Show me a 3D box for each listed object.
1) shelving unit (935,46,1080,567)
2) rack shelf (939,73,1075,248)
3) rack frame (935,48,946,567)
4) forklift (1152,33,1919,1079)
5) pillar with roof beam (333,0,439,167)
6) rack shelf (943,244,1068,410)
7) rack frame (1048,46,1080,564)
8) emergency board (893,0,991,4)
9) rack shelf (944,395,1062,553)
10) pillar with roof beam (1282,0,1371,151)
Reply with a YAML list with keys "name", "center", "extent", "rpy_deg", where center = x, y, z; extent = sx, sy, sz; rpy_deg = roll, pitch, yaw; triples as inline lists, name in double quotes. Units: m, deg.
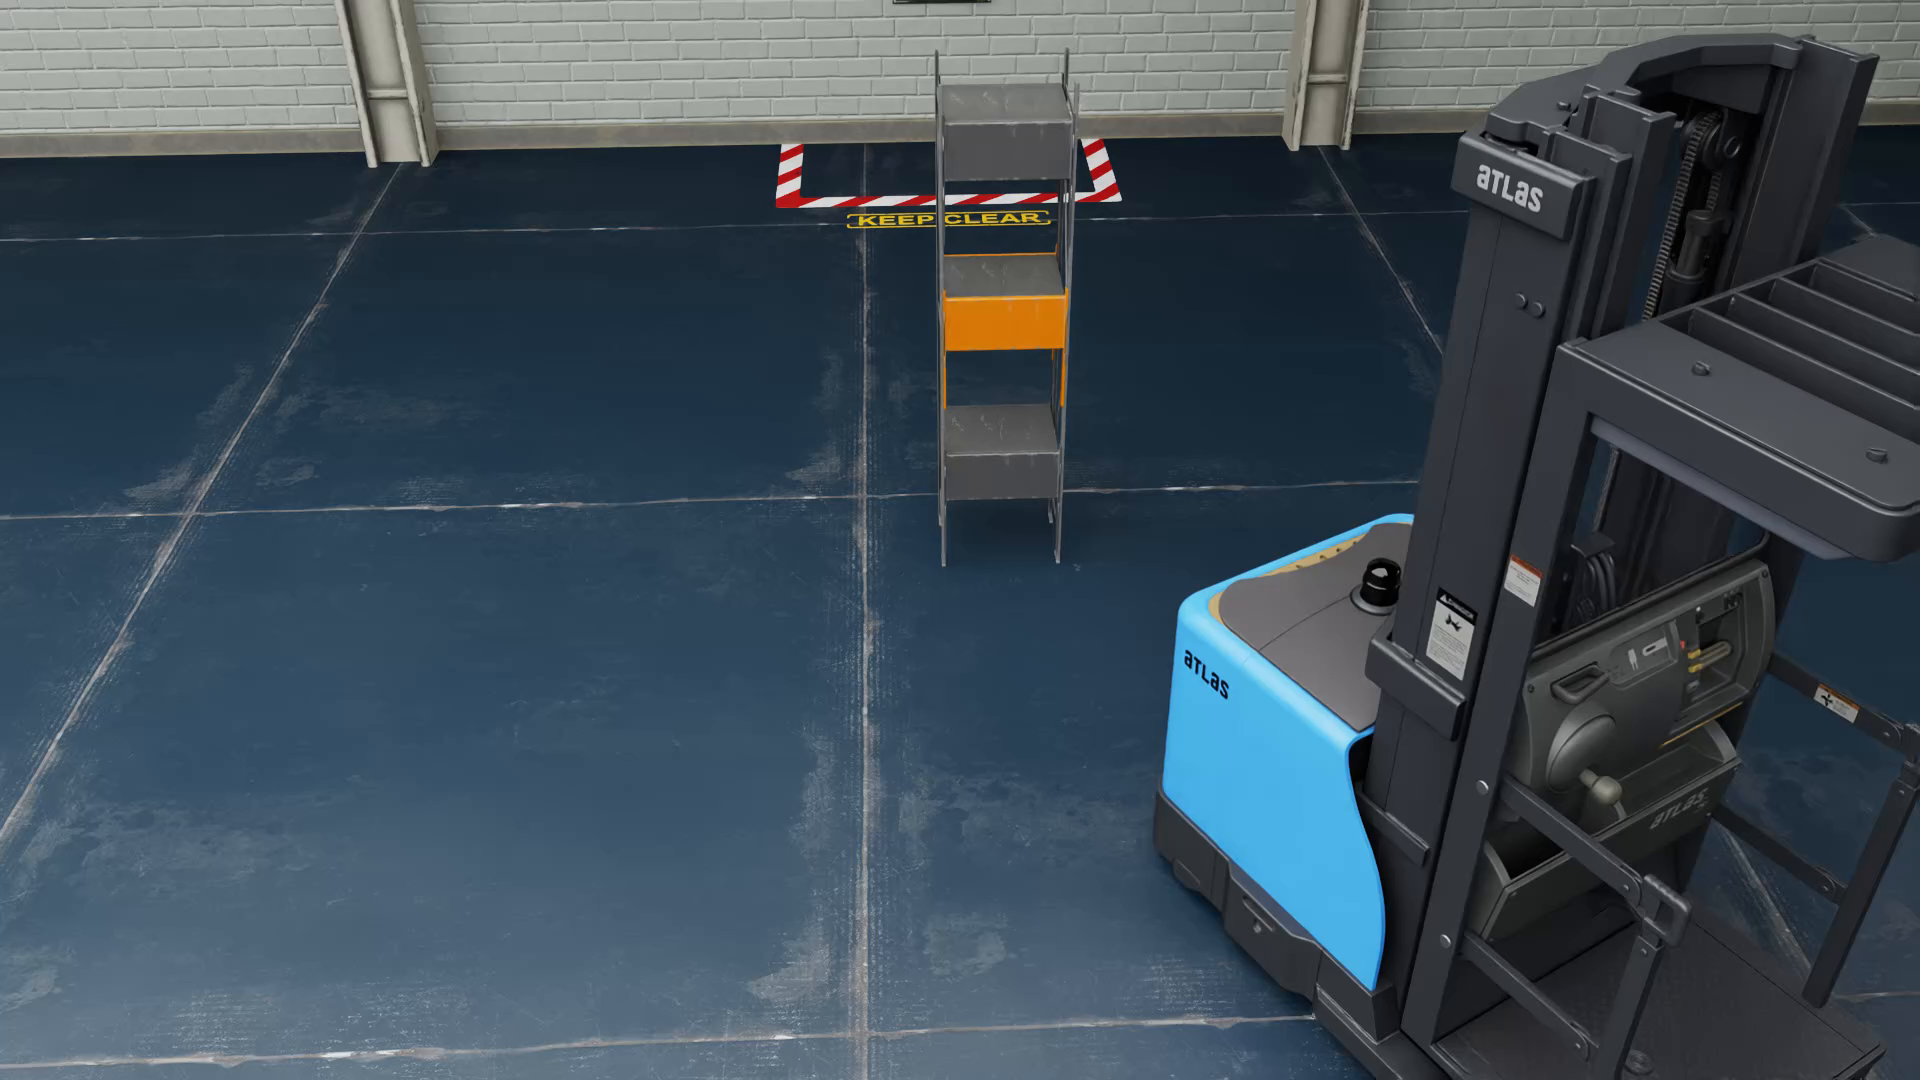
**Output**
- name: "shelving unit"
  center: [0.165, -0.868, 6.659]
  extent: [0.503, 2.100, 0.431]
  rpy_deg: [-2, 35, -2]
- name: "rack shelf"
  center: [0.165, -1.432, 6.268]
  extent: [0.480, 0.518, 0.431]
  rpy_deg: [-2, 35, -2]
- name: "rack frame"
  center: [-0.078, -0.861, 6.649]
  extent: [0.015, 2.100, 0.400]
  rpy_deg: [-2, 35, -2]
- name: "forklift"
  center: [1.864, 0.422, 4.064]
  extent: [1.130, 2.935, 3.031]
  rpy_deg: [-20, 39, -26]
- name: "pillar with roof beam"
  center: [-3.422, -3.749, 4.760]
  extent: [0.400, 9.000, 9.100]
  rpy_deg: [-2, 35, -2]
- name: "rack shelf"
  center: [0.165, -0.857, 6.667]
  extent: [0.480, 0.518, 0.431]
  rpy_deg: [-2, 35, -2]
- name: "rack frame"
  center: [0.409, -0.874, 6.668]
  extent: [0.015, 2.100, 0.400]
  rpy_deg: [-2, 35, -2]
- name: "emergency board"
  center: [-0.112, -3.857, 10.187]
  extent: [0.626, 1.169, 0.157]
  rpy_deg: [-2, 35, -2]
- name: "rack shelf"
  center: [0.165, -0.281, 7.065]
  extent: [0.480, 0.518, 0.431]
  rpy_deg: [-2, 35, -2]
- name: "pillar with roof beam"
  center: [2.572, -3.911, 4.994]
  extent: [0.400, 9.000, 9.100]
  rpy_deg: [-2, 35, -2]
